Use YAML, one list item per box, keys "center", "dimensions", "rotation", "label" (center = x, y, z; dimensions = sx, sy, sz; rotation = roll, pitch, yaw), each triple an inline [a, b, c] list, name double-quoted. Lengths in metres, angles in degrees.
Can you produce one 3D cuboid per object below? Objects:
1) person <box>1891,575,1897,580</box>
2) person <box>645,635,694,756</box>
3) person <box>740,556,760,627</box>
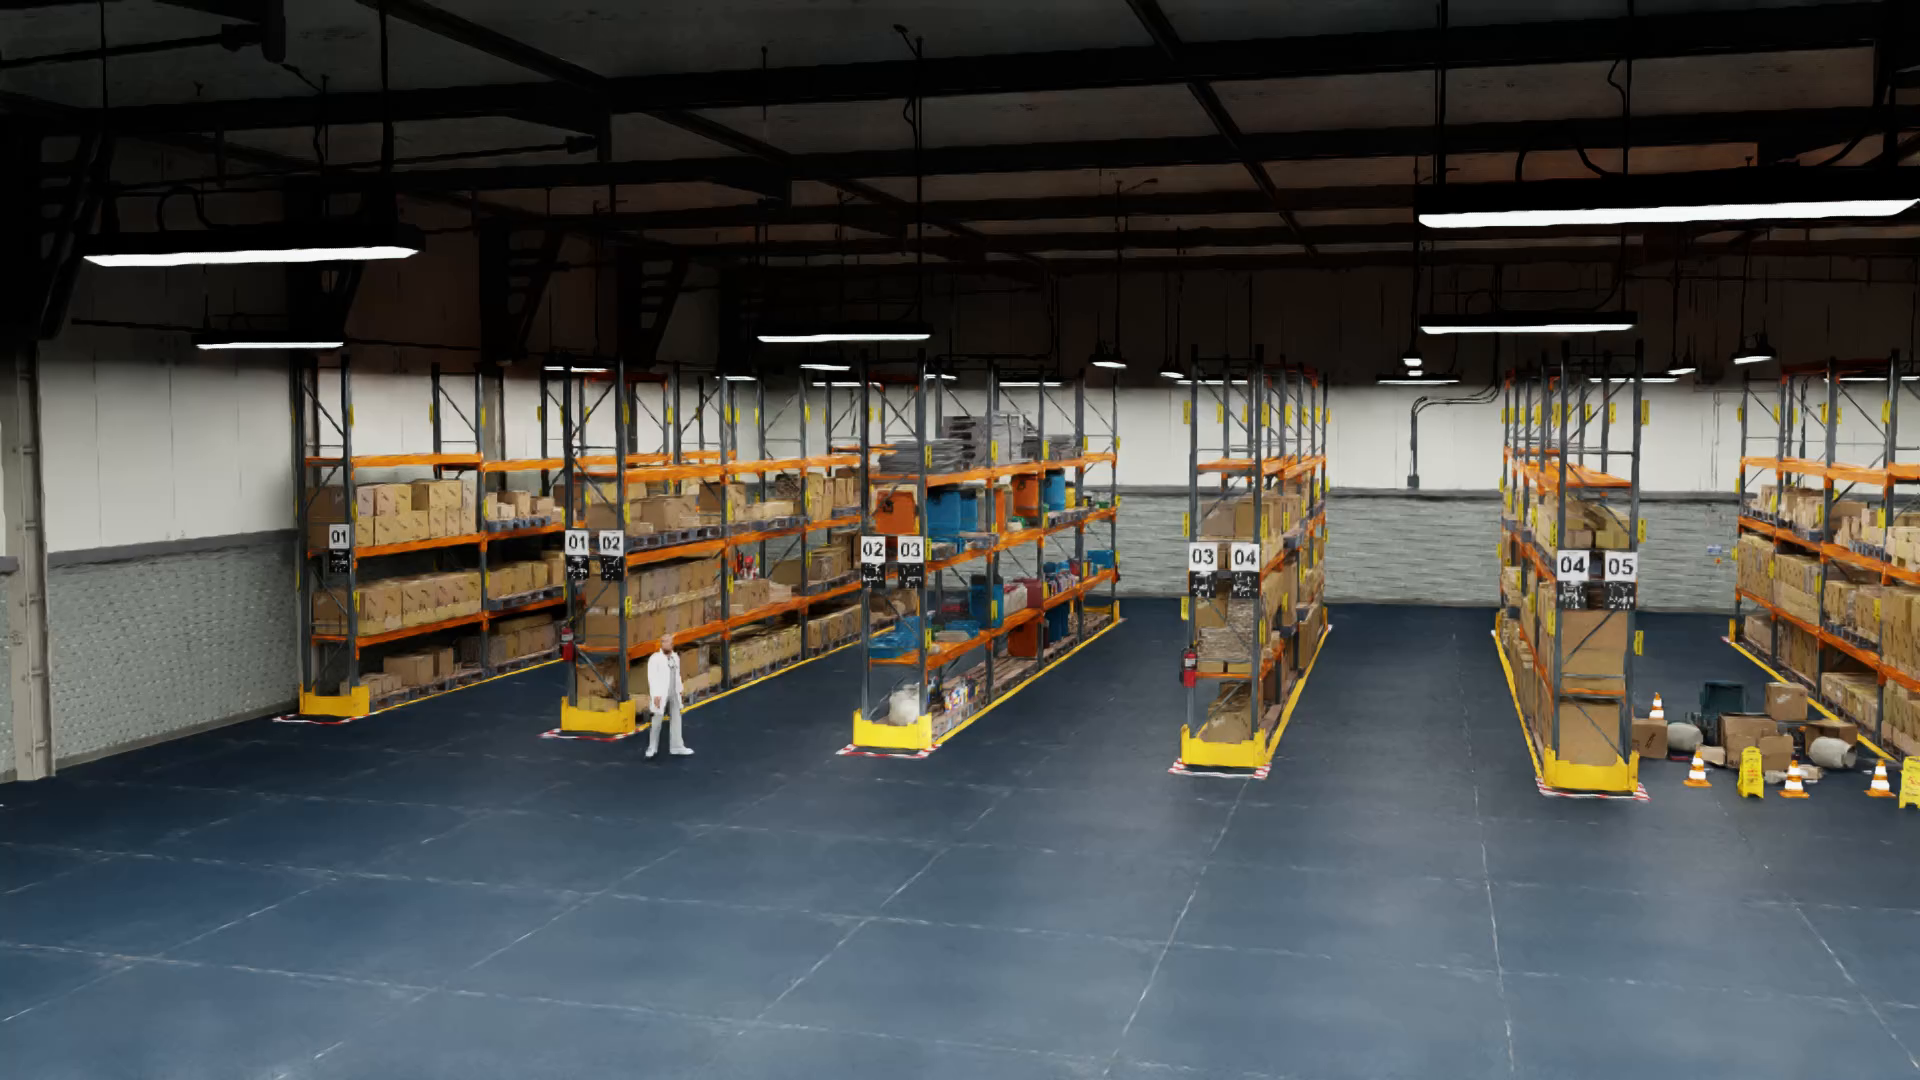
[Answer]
- center: [21.188, 1.314, 37.942]
  dimensions: [0.611, 1.712, 0.569]
  rotation: [-1, 5, -18]
  label: "person"
- center: [-4.320, 2.277, 24.399]
  dimensions: [0.530, 1.782, 0.673]
  rotation: [4, 6, 44]
  label: "person"
- center: [-4.916, 1.214, 38.946]
  dimensions: [0.553, 1.709, 1.123]
  rotation: [1, 5, 18]
  label: "person"
